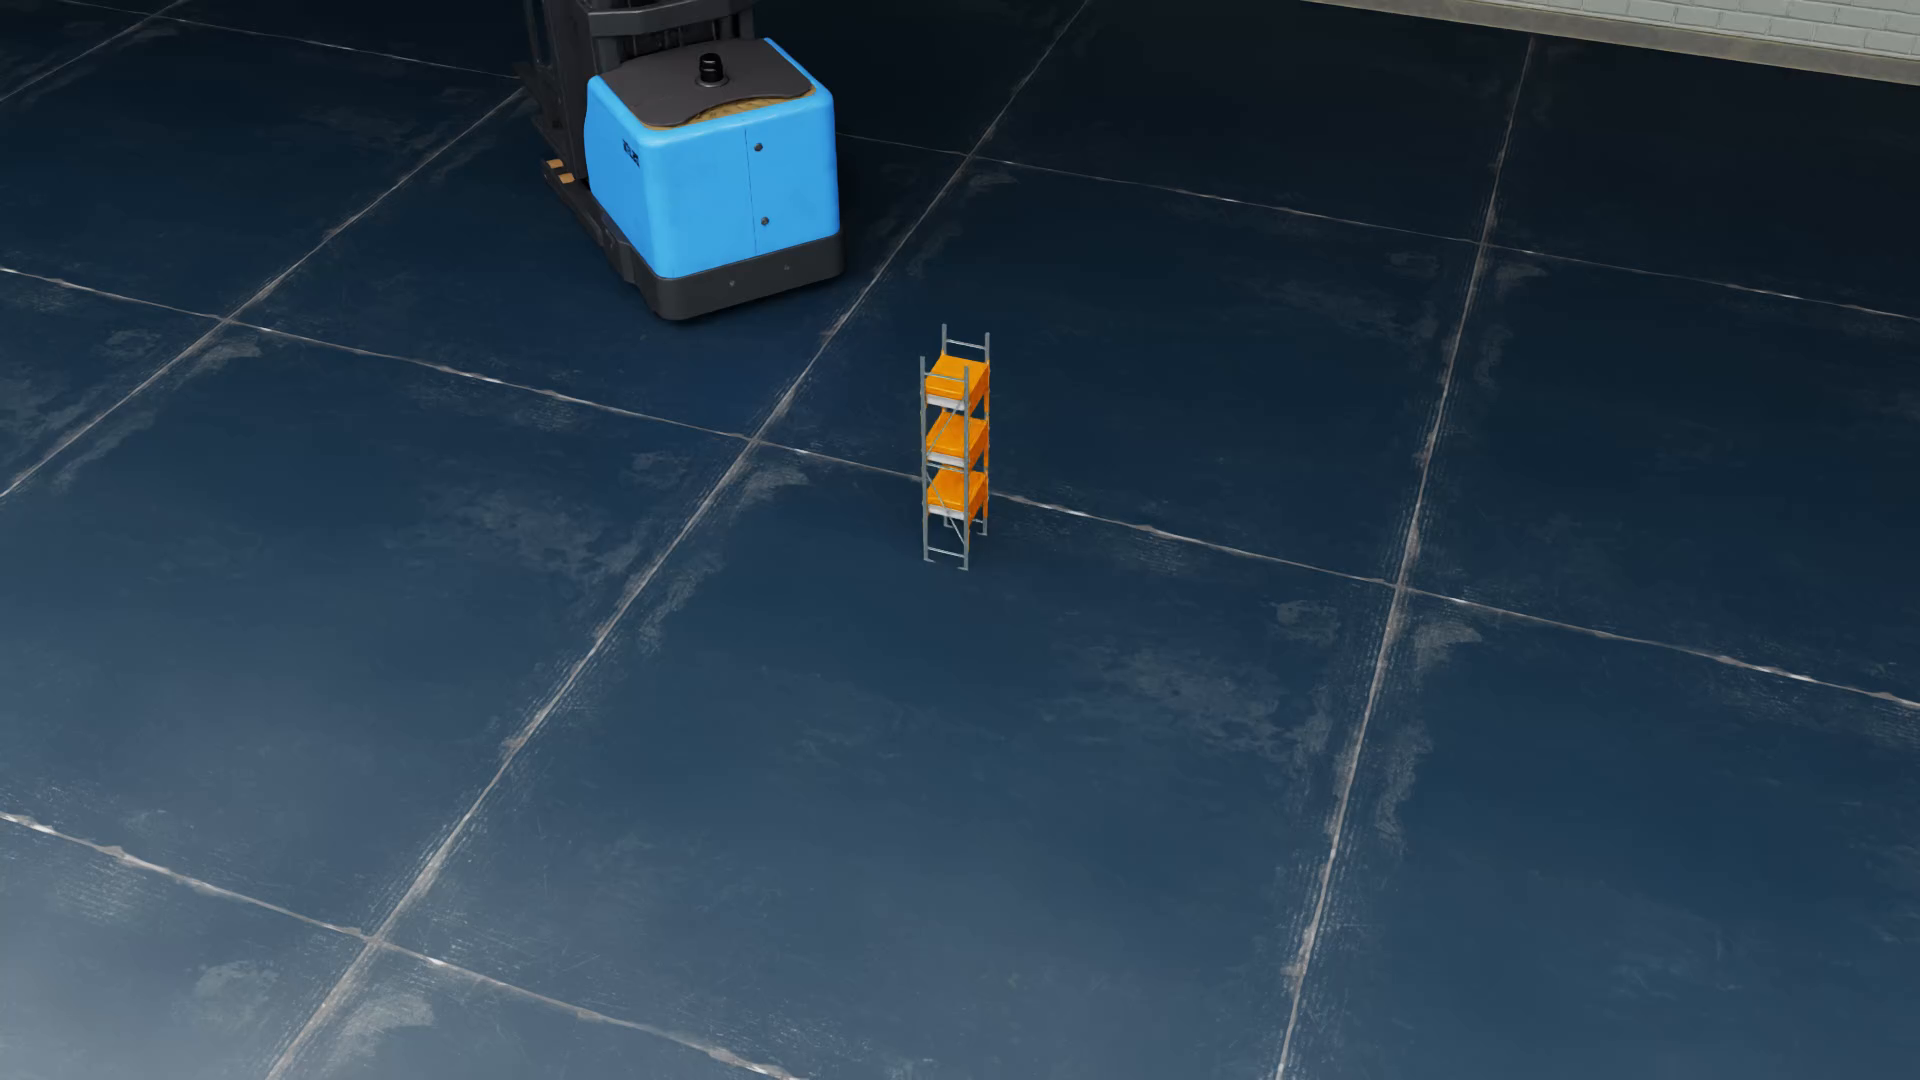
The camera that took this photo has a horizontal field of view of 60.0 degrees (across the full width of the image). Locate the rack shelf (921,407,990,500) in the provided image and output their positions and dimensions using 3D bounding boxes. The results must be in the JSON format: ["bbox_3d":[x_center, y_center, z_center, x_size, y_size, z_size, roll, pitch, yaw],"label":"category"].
[{"bbox_3d":[-0.018,-0.359,6.878,0.215,0.259,0.240,13,42,15],"label":"rack shelf"}]

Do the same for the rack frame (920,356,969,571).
[{"bbox_3d":[-0.060,-0.292,6.784,0.200,1.050,0.008,13,42,15],"label":"rack frame"}]

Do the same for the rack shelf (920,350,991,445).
[{"bbox_3d":[-0.018,-0.575,6.694,0.215,0.259,0.240,13,42,15],"label":"rack shelf"}]

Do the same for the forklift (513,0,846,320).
[{"bbox_3d":[-1.764,-3.175,8.713,1.130,2.935,3.031,-20,44,-22],"label":"forklift"}]

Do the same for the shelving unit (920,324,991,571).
[{"bbox_3d":[-0.018,-0.367,6.871,0.215,1.050,0.252,13,42,15],"label":"shelving unit"}]

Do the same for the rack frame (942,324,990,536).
[{"bbox_3d":[0.023,-0.441,6.958,0.200,1.050,0.008,13,42,15],"label":"rack frame"}]

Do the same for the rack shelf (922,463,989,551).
[{"bbox_3d":[-0.018,-0.147,7.058,0.215,0.259,0.240,13,42,15],"label":"rack shelf"}]
